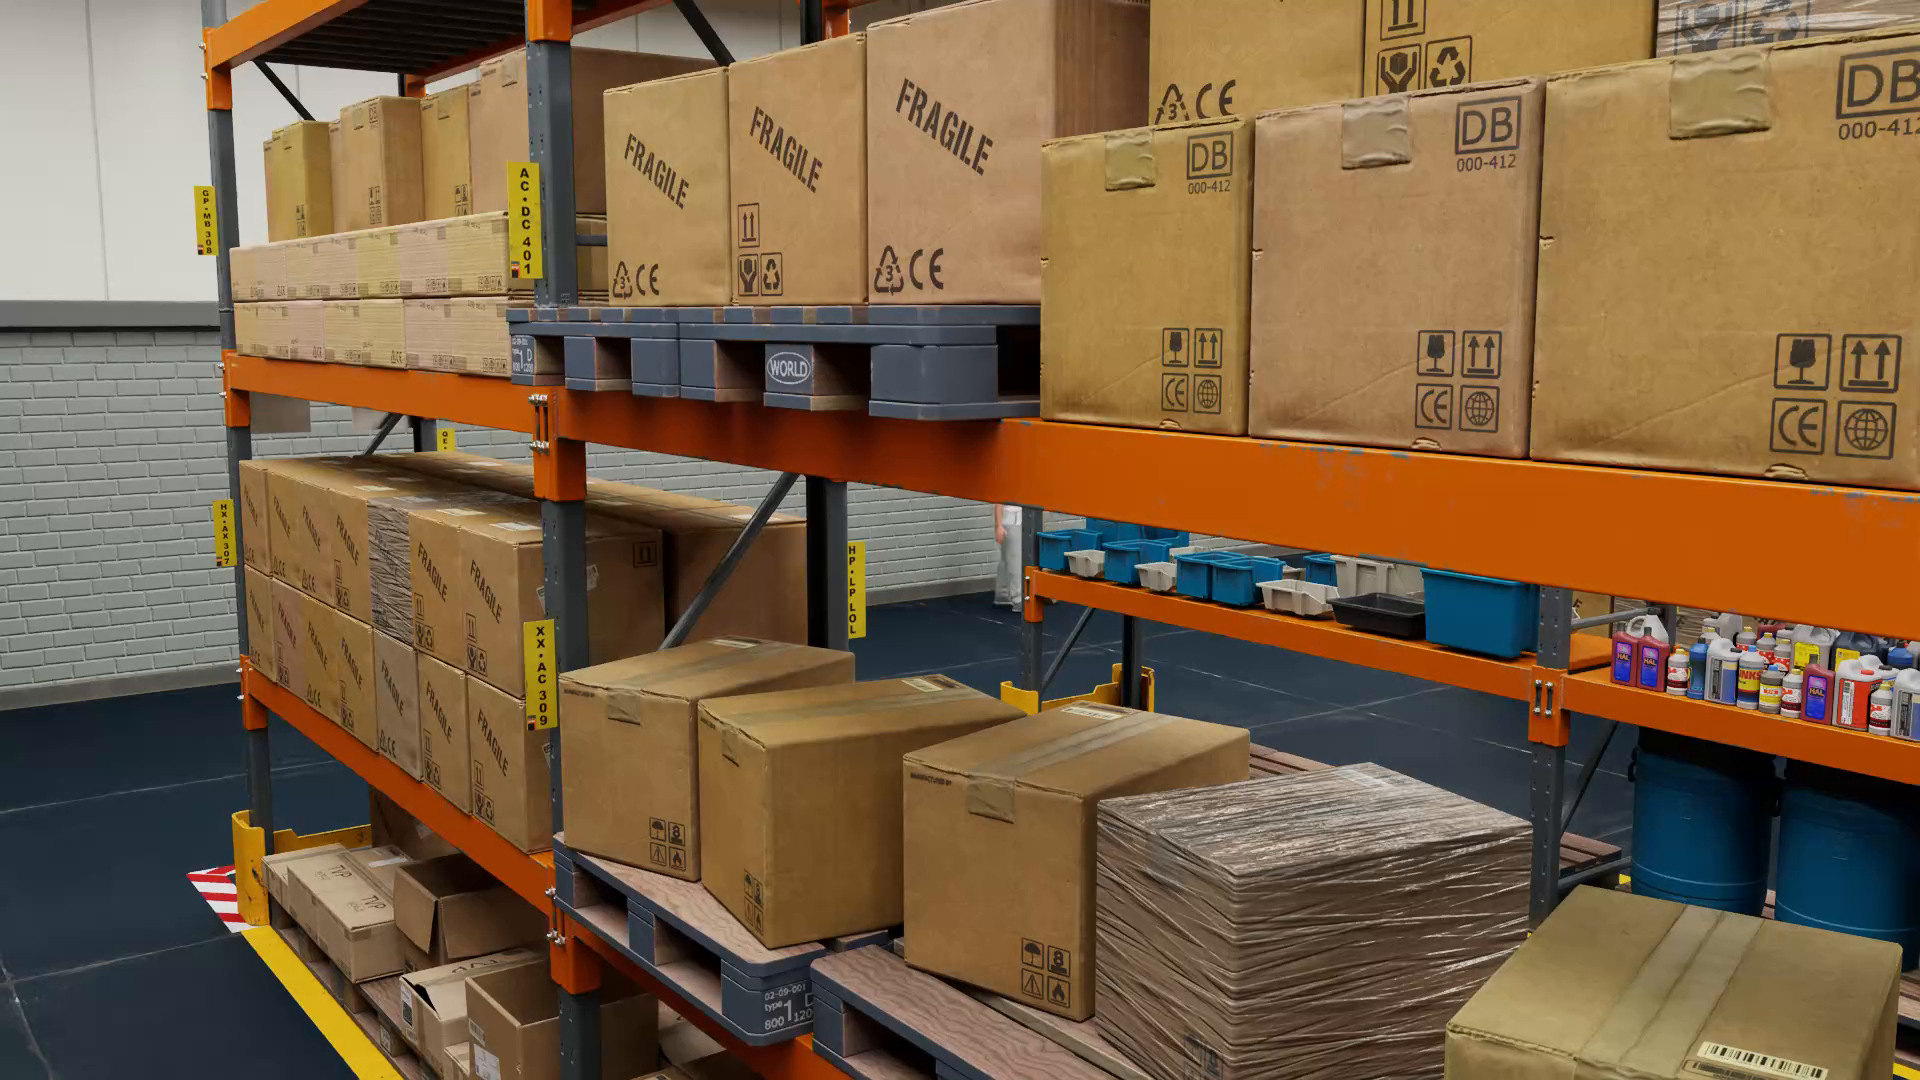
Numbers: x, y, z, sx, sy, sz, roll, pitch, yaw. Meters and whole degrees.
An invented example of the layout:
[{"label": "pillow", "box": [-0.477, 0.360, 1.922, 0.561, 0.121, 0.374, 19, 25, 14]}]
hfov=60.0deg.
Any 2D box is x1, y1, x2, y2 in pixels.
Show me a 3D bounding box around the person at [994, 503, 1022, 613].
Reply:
[{"label": "person", "box": [0.581, -0.154, 16.826, 0.642, 1.745, 0.658, 4, 9, 29]}]
